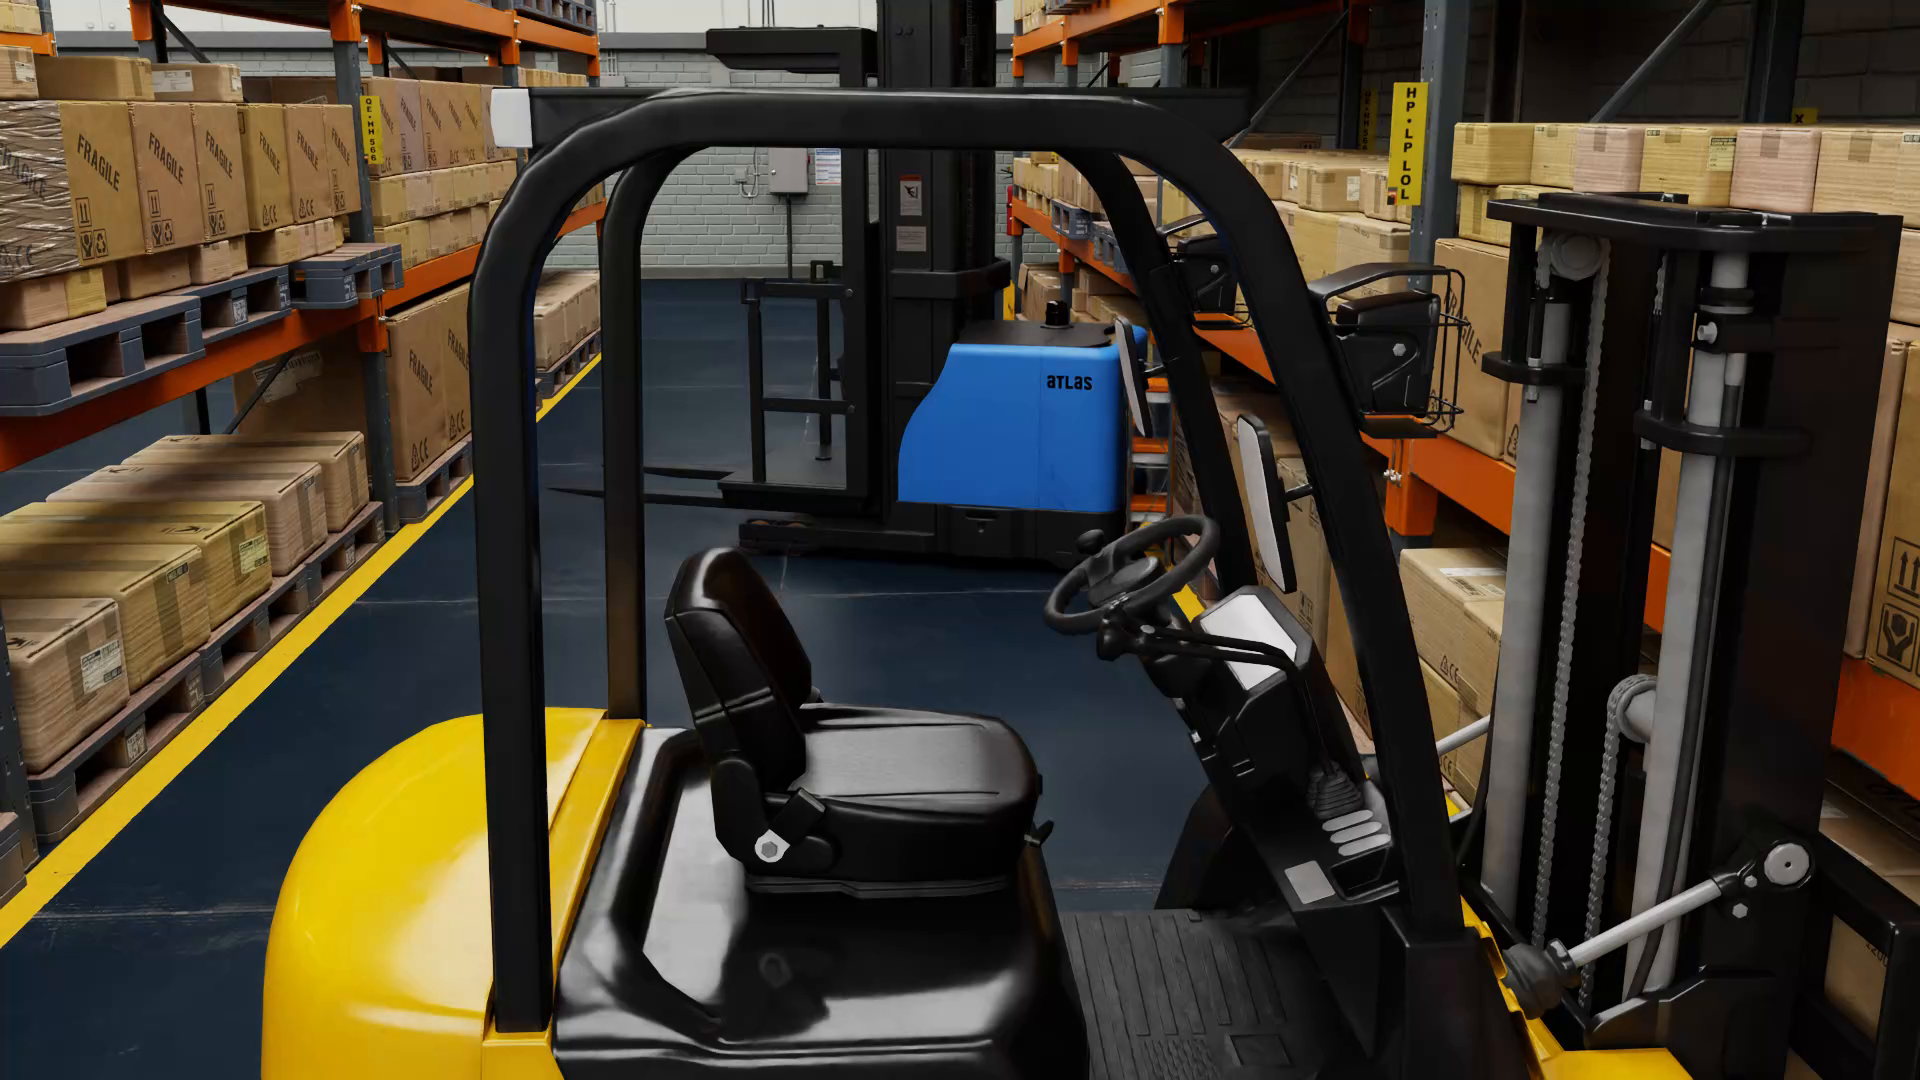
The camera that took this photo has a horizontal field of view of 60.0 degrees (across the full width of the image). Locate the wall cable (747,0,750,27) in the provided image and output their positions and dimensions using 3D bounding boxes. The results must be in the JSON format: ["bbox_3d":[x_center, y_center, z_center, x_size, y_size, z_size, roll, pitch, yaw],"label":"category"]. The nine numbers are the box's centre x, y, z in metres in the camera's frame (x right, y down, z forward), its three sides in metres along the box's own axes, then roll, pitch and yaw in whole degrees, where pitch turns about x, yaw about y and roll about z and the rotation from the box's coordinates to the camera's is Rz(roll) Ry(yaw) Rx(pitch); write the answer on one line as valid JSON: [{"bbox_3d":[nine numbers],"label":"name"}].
[{"bbox_3d":[-3.816,-7.801,20.785,2.355,3.000,0.029,-1,14,-3],"label":"wall cable"}]

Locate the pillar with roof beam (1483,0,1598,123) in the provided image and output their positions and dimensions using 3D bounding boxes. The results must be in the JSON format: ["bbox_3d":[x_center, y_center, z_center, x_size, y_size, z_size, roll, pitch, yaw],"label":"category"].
[{"bbox_3d":[-1.800,-4.091,6.366,9.100,9.000,0.400,-1,14,-3],"label":"pillar with roof beam"}]

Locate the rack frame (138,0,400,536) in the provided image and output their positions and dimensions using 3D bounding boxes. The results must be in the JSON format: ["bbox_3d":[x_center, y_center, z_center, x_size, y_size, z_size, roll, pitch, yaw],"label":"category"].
[{"bbox_3d":[-3.438,-1.484,8.276,1.000,3.000,0.127,-1,14,-3],"label":"rack frame"}]

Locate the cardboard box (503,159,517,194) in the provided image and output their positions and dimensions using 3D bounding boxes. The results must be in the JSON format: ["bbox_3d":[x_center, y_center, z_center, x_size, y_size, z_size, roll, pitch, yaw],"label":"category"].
[{"bbox_3d":[-3.416,-2.543,11.687,0.500,0.250,0.500,-1,14,-3],"label":"cardboard box"}]

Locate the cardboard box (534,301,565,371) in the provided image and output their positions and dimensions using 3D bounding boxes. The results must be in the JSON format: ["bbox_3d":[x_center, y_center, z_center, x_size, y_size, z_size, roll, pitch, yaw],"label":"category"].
[{"bbox_3d":[-3.617,-1.600,13.023,0.875,0.438,0.875,-1,14,-4],"label":"cardboard box"}]

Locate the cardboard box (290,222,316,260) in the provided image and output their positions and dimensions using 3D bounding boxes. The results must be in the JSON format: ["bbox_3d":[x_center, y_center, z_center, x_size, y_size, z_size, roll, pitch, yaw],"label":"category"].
[{"bbox_3d":[-3.026,-1.298,7.213,0.380,0.149,0.250,-2,15,-6],"label":"cardboard box"}]

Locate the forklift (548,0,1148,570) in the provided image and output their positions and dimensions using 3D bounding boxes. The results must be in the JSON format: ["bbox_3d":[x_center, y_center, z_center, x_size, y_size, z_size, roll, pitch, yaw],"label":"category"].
[{"bbox_3d":[-0.606,-1.459,8.316,3.031,2.935,1.130,4,15,14],"label":"forklift"}]

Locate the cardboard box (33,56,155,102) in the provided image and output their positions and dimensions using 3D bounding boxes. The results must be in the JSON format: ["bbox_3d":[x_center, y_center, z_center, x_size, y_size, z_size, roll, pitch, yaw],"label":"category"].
[{"bbox_3d":[-3.036,-1.591,5.747,0.380,0.149,0.250,0,14,0],"label":"cardboard box"}]

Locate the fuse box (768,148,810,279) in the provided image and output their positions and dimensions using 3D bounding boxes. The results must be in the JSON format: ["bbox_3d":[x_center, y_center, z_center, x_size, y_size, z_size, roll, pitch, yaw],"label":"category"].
[{"bbox_3d":[-2.200,-4.248,21.603,0.539,1.711,0.414,-1,14,-3],"label":"fuse box"}]

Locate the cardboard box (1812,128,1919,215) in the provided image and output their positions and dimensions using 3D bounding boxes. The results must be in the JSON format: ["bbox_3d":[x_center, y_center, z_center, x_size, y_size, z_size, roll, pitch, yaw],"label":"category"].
[{"bbox_3d":[1.680,-0.609,2.774,0.380,0.149,0.250,-1,14,-3],"label":"cardboard box"}]

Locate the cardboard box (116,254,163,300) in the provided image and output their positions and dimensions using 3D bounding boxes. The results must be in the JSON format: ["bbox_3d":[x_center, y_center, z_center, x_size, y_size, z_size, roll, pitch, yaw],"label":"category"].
[{"bbox_3d":[-2.983,-0.910,5.704,0.380,0.149,0.250,-1,14,-3],"label":"cardboard box"}]

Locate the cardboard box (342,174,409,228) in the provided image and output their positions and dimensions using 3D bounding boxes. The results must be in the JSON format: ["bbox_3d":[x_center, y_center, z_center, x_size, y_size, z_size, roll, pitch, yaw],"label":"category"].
[{"bbox_3d":[-3.223,-1.784,8.737,0.500,0.250,0.500,-1,14,-4],"label":"cardboard box"}]

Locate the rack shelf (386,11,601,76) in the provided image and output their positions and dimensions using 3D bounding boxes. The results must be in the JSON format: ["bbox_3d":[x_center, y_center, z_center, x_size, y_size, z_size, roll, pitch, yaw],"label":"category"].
[{"bbox_3d":[-3.809,-4.081,13.791,1.077,0.370,4.000,-1,14,-3],"label":"rack shelf"}]

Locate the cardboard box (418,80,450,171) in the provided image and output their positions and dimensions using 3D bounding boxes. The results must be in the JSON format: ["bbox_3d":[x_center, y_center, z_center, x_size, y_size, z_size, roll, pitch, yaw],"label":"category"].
[{"bbox_3d":[-3.281,-2.396,9.610,0.500,0.500,0.500,0,14,-2],"label":"cardboard box"}]

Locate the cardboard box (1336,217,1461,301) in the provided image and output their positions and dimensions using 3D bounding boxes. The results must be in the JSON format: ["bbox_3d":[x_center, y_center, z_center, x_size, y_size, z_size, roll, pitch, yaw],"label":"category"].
[{"bbox_3d":[1.478,-0.855,5.127,0.500,0.250,0.500,-1,14,-5],"label":"cardboard box"}]

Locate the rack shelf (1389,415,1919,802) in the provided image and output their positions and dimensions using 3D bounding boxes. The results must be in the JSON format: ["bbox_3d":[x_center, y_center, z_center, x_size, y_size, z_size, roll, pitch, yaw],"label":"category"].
[{"bbox_3d":[1.888,0.279,2.868,1.077,0.370,4.000,-1,14,-3],"label":"rack shelf"}]

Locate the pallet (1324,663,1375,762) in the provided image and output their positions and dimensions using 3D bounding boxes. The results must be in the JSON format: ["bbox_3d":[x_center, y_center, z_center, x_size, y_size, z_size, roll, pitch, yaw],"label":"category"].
[{"bbox_3d":[1.679,0.601,5.768,1.003,0.211,1.213,-1,14,-3],"label":"pallet"}]

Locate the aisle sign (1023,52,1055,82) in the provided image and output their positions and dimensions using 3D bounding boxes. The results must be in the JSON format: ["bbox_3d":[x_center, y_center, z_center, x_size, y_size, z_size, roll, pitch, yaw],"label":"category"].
[{"bbox_3d":[0.723,-4.823,16.035,0.394,0.787,0.004,-1,14,-3],"label":"aisle sign"}]

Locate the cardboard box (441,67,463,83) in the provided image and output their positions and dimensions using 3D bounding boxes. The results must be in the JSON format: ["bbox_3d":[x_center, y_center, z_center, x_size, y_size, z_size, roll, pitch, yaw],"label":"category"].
[{"bbox_3d":[-3.930,-3.465,12.465,0.380,0.149,0.250,-1,14,-2],"label":"cardboard box"}]

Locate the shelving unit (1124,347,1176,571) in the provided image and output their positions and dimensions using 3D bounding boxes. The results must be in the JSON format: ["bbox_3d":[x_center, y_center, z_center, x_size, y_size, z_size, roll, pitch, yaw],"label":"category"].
[{"bbox_3d":[0.896,-0.364,7.814,0.215,1.050,0.252,2,13,9],"label":"shelving unit"}]

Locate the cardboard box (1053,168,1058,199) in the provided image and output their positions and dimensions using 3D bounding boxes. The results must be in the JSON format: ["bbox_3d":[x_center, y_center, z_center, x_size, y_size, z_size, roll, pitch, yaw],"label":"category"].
[{"bbox_3d":[0.993,-2.751,12.903,0.500,0.250,0.500,-1,14,-2],"label":"cardboard box"}]

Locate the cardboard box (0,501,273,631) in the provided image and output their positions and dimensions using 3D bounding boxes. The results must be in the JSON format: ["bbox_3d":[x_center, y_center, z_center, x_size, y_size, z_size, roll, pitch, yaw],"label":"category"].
[{"bbox_3d":[-3.318,0.098,6.558,0.950,0.372,0.625,0,14,-2],"label":"cardboard box"}]

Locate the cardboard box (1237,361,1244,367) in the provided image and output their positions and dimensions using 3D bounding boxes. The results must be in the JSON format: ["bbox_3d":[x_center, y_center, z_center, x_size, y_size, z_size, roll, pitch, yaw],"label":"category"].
[{"bbox_3d":[1.805,-1.070,9.537,0.380,0.149,0.250,0,14,-2],"label":"cardboard box"}]

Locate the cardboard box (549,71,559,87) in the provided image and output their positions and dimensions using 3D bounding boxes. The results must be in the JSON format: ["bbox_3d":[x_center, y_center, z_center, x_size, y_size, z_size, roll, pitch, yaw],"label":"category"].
[{"bbox_3d":[-3.522,-3.788,13.719,0.380,0.149,0.250,-1,14,-3],"label":"cardboard box"}]

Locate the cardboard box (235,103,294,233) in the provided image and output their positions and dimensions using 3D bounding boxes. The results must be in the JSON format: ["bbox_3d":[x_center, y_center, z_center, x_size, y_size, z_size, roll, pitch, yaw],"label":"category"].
[{"bbox_3d":[-3.057,-1.518,6.765,0.500,0.500,0.500,-2,15,-7],"label":"cardboard box"}]

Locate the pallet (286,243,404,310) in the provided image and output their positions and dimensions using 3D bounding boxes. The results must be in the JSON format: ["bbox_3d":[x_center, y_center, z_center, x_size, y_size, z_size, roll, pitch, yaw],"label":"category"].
[{"bbox_3d":[-3.287,-1.216,7.617,1.213,0.211,1.003,-1,14,-3],"label":"pallet"}]

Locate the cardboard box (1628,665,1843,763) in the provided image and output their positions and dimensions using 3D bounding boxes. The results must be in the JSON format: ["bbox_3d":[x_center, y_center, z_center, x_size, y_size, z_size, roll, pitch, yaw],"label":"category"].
[{"bbox_3d":[1.545,0.453,3.415,0.500,0.250,0.500,0,14,-2],"label":"cardboard box"}]

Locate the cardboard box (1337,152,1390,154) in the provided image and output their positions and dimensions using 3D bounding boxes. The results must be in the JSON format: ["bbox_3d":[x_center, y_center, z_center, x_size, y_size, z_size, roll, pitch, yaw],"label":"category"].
[{"bbox_3d":[1.906,-1.658,7.449,0.380,0.149,0.250,-1,14,-5],"label":"cardboard box"}]

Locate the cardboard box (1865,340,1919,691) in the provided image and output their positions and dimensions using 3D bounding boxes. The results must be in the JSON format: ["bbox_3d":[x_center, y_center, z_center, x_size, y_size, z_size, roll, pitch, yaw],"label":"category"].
[{"bbox_3d":[1.664,0.004,2.289,0.500,0.500,0.500,-1,14,-4],"label":"cardboard box"}]

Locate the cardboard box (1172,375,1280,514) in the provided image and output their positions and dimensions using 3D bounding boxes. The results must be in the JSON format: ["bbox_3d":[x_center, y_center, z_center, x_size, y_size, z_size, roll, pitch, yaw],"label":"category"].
[{"bbox_3d":[1.541,-0.460,8.217,0.875,0.625,0.625,0,14,-2],"label":"cardboard box"}]

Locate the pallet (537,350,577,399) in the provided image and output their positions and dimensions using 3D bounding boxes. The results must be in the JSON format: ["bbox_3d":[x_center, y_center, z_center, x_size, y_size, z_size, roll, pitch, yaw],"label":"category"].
[{"bbox_3d":[-3.655,-1.319,13.230,1.003,0.211,1.213,-1,14,-3],"label":"pallet"}]

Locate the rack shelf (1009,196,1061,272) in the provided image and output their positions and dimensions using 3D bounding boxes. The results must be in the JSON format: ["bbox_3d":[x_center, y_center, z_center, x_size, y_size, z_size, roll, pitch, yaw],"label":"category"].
[{"bbox_3d":[1.144,-2.706,14.467,1.077,0.370,4.000,-1,14,-3],"label":"rack shelf"}]

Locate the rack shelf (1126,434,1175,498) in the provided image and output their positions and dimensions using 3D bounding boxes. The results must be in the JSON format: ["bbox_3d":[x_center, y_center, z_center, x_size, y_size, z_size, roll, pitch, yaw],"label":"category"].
[{"bbox_3d":[0.896,-0.354,7.817,0.215,0.259,0.240,2,13,9],"label":"rack shelf"}]

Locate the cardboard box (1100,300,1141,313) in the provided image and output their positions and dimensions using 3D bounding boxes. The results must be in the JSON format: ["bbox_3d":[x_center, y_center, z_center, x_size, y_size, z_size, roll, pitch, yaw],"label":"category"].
[{"bbox_3d":[1.177,-1.571,11.485,0.380,0.149,0.250,-1,14,-4],"label":"cardboard box"}]

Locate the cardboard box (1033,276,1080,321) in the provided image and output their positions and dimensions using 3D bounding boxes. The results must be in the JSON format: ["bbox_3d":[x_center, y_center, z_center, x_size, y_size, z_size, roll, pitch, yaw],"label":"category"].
[{"bbox_3d":[0.911,-2.045,14.627,0.500,0.500,0.500,-1,14,-2],"label":"cardboard box"}]

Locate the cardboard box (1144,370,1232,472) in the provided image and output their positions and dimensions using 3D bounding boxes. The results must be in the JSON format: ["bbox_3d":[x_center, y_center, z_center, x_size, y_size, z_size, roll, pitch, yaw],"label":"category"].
[{"bbox_3d":[1.275,-0.657,9.232,0.500,0.500,0.500,0,14,-2],"label":"cardboard box"}]

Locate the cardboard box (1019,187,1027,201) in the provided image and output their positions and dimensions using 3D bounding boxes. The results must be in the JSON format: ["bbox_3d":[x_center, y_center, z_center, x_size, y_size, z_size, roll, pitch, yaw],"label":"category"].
[{"bbox_3d":[0.767,-3.344,16.007,0.380,0.149,0.250,-1,14,-4],"label":"cardboard box"}]

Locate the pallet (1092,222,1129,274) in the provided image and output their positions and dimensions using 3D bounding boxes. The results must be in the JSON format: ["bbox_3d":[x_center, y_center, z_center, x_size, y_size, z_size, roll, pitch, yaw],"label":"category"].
[{"bbox_3d":[1.404,-1.637,9.252,1.213,0.211,1.003,-1,14,-3],"label":"pallet"}]

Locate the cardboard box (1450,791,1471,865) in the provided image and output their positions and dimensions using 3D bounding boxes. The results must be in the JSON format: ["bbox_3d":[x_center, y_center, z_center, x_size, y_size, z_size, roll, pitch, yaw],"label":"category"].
[{"bbox_3d":[1.510,0.813,4.024,0.500,0.250,0.500,-1,14,-5],"label":"cardboard box"}]

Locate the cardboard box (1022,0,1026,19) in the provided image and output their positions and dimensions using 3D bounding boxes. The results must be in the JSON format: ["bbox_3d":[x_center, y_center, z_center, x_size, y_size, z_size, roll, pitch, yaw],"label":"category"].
[{"bbox_3d":[0.827,-4.835,14.983,0.500,0.250,0.500,-1,14,-2],"label":"cardboard box"}]

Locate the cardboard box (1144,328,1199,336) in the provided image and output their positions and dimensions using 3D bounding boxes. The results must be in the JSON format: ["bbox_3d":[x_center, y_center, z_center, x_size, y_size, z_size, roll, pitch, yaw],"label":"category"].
[{"bbox_3d":[1.242,-1.188,9.995,0.380,0.149,0.250,0,14,-2],"label":"cardboard box"}]

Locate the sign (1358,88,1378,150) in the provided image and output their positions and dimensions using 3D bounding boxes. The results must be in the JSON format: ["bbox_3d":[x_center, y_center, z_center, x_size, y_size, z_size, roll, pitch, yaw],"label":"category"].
[{"bbox_3d":[2.070,-2.132,8.470,0.100,0.325,0.005,-1,14,-3],"label":"sign"}]

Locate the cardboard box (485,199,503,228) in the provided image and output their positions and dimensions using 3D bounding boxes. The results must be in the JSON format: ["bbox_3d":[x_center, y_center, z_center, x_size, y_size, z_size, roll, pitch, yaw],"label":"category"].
[{"bbox_3d":[-3.376,-2.172,11.250,0.500,0.250,0.500,-1,14,-4],"label":"cardboard box"}]

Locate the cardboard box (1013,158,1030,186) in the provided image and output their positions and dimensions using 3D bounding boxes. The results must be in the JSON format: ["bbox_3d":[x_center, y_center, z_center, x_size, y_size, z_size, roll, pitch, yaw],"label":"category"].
[{"bbox_3d":[0.780,-3.506,15.837,0.500,0.250,0.500,-1,14,-3],"label":"cardboard box"}]

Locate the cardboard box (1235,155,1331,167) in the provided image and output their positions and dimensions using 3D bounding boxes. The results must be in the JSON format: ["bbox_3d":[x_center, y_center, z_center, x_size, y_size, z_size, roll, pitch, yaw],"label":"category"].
[{"bbox_3d":[1.332,-1.520,6.911,0.380,0.149,0.250,-1,14,-2],"label":"cardboard box"}]

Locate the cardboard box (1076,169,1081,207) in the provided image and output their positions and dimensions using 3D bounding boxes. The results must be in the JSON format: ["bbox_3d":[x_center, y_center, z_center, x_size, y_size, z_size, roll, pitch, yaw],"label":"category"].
[{"bbox_3d":[0.971,-2.344,11.042,0.396,0.266,0.258,0,14,-1],"label":"cardboard box"}]

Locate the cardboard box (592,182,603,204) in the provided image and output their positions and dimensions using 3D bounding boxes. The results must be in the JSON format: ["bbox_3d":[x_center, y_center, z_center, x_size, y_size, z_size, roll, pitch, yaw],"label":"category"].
[{"bbox_3d":[-3.639,-3.407,15.546,0.500,0.500,0.500,-1,14,-3],"label":"cardboard box"}]

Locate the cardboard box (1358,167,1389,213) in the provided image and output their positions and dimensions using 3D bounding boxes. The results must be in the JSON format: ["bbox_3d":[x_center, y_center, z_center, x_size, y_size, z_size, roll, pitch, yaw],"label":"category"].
[{"bbox_3d":[1.525,-1.137,5.423,0.380,0.149,0.250,-1,14,-3],"label":"cardboard box"}]

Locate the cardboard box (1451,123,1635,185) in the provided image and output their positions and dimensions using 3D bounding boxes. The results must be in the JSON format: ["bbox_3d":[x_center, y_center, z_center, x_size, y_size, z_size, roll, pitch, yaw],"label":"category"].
[{"bbox_3d":[1.488,-0.990,4.255,0.380,0.149,0.250,-1,14,-2],"label":"cardboard box"}]

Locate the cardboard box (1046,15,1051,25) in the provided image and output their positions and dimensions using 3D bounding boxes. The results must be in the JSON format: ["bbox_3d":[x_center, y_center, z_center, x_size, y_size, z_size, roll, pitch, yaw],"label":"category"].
[{"bbox_3d":[0.911,-4.291,13.669,0.380,0.149,0.250,-1,14,-3],"label":"cardboard box"}]

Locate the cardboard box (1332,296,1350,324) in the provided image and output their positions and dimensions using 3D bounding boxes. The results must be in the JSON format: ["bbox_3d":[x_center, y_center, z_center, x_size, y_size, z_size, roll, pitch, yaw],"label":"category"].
[{"bbox_3d":[1.472,-0.616,5.201,0.500,0.250,0.500,-1,14,-2],"label":"cardboard box"}]
